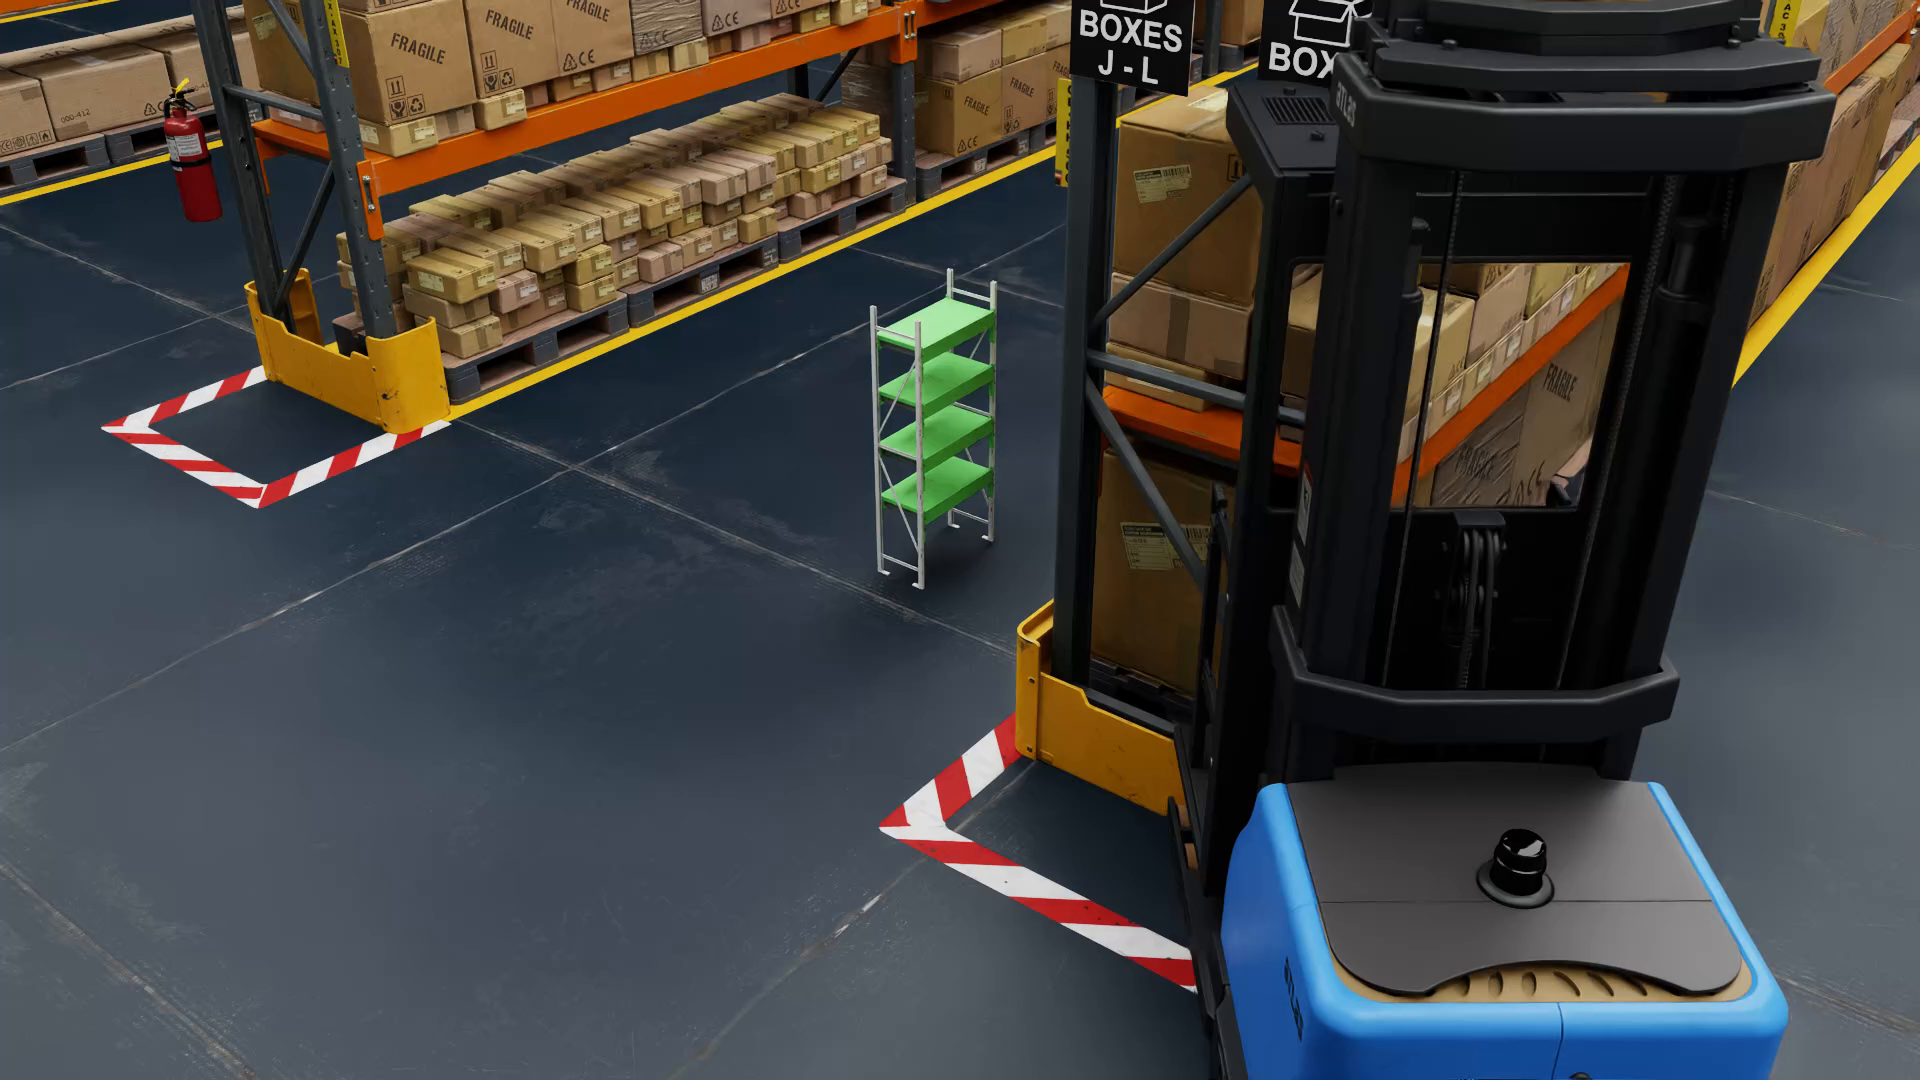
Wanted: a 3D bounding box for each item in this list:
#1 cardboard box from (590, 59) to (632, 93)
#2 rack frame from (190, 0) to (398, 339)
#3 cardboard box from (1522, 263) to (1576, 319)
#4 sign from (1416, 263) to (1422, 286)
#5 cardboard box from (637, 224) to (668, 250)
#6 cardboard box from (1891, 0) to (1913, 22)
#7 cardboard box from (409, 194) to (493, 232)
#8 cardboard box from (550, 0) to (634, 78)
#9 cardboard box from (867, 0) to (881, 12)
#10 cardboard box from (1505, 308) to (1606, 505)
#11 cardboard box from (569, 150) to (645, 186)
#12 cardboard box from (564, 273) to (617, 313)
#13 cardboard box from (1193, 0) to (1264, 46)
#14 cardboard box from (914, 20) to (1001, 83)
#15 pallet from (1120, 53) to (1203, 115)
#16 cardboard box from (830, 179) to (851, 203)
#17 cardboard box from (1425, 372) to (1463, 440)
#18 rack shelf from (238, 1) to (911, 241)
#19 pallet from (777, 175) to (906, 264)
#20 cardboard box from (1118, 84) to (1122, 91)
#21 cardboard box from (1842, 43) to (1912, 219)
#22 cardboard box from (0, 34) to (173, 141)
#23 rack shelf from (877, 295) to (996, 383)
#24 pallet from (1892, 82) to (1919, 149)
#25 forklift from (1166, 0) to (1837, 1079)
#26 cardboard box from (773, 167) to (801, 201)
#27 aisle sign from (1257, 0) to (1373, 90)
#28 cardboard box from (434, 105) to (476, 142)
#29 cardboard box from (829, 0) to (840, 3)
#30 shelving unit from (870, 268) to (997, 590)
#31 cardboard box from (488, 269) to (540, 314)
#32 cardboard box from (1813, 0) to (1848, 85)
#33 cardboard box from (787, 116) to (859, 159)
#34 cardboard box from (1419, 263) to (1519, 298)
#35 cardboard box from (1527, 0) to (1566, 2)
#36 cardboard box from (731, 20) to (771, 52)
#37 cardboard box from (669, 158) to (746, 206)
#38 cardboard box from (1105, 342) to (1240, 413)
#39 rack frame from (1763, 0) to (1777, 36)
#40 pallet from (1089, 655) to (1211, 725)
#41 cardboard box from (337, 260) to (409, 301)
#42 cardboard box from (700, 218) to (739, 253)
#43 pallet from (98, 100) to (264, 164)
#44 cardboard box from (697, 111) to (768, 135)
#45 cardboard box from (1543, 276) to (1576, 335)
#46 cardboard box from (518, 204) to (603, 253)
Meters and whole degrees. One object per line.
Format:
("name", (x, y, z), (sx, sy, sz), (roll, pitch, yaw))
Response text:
("cardboard box", (-1.953, -2.483, 8.744), (0.380, 0.149, 0.250), (20, 36, 30))
("rack frame", (-3.138, -2.009, 7.699), (1.000, 3.000, 0.127), (21, 37, 31))
("cardboard box", (1.875, -1.034, 5.908), (0.500, 0.250, 0.500), (20, 36, 30))
("sign", (1.195, -0.675, 4.520), (0.100, 0.325, 0.005), (21, 37, 31))
("cardboard box", (-1.873, -1.777, 9.399), (0.380, 0.149, 0.250), (23, 38, 34))
("cardboard box", (5.485, -3.460, 10.048), (0.500, 0.500, 0.500), (22, 37, 33))
("cardboard box", (-2.768, -1.742, 9.047), (0.380, 0.149, 0.250), (20, 36, 30))
("cardboard box", (-2.038, -2.699, 8.471), (0.500, 0.500, 0.500), (22, 37, 32))
("cardboard box", (-0.709, -3.339, 10.189), (0.380, 0.149, 0.250), (21, 36, 31))
("cardboard box", (2.165, -0.725, 7.203), (0.875, 0.875, 0.875), (21, 37, 31))
("cardboard box", (-2.060, -2.142, 9.723), (0.380, 0.149, 0.250), (21, 37, 32))
("cardboard box", (-2.087, -1.383, 9.026), (0.380, 0.149, 0.250), (22, 37, 32))
("cardboard box", (2.131, -4.694, 14.023), (1.050, 0.750, 0.750), (21, 36, 31))
("cardboard box", (-0.066, -3.282, 11.151), (0.500, 0.250, 0.500), (19, 36, 29))
("pallet", (1.219, -3.744, 13.361), (1.003, 0.211, 1.213), (21, 37, 31))
("cardboard box", (-0.912, -2.245, 10.481), (0.380, 0.149, 0.250), (22, 37, 33))
("cardboard box", (1.387, -0.481, 5.366), (0.380, 0.149, 0.250), (21, 36, 31))
("rack shelf", (-1.930, -2.513, 9.254), (1.077, 0.370, 4.000), (21, 37, 31))
("pallet", (-1.100, -2.152, 10.674), (1.003, 0.211, 1.213), (21, 37, 31))
("cardboard box", (0.880, -3.589, 12.403), (0.500, 0.500, 0.500), (19, 36, 29))
("cardboard box", (5.152, -2.686, 10.513), (1.225, 0.875, 0.875), (19, 36, 29))
("cardboard box", (-6.281, -3.244, 11.883), (0.875, 0.438, 0.875), (22, 37, 33))
("rack shelf", (-0.100, -0.807, 6.618), (0.258, 0.148, 0.480), (21, 37, 31))
("pallet", (6.795, -3.305, 12.620), (1.003, 0.211, 1.213), (21, 37, 31))
("forklift", (1.252, -0.100, 4.545), (1.130, 2.935, 3.031), (0, 31, 0))
("cardboard box", (-1.190, -2.192, 10.099), (0.380, 0.149, 0.250), (21, 37, 32))
("aisle sign", (0.952, -1.439, 4.186), (0.394, 0.787, 0.004), (21, 37, 31))
("cardboard box", (-2.560, -2.048, 8.011), (0.380, 0.149, 0.250), (23, 37, 33))
("cardboard box", (-0.790, -3.523, 9.862), (0.500, 0.500, 0.500), (21, 37, 31))
("shelving unit", (-0.100, -0.449, 6.831), (0.258, 1.200, 0.503), (21, 37, 31))
("cardboard box", (-2.406, -1.320, 8.627), (0.380, 0.149, 0.250), (21, 37, 31))
("cardboard box", (4.253, -2.629, 8.645), (0.500, 0.500, 0.500), (20, 36, 30))
("cardboard box", (-0.853, -2.505, 10.335), (0.380, 0.149, 0.250), (22, 37, 32))
("cardboard box", (1.563, -1.143, 5.357), (0.500, 0.500, 0.500), (20, 36, 30))
("cardboard box", (2.064, -1.927, 6.679), (0.500, 0.500, 0.500), (20, 36, 30))
("cardboard box", (-1.302, -2.894, 9.437), (0.380, 0.149, 0.250), (19, 36, 29))
("cardboard box", (-1.459, -2.068, 9.598), (0.380, 0.149, 0.250), (20, 36, 30))
("cardboard box", (0.708, -0.580, 5.533), (0.380, 0.149, 0.250), (22, 37, 32))
("rack frame", (3.170, -2.068, 7.797), (1.000, 3.000, 0.127), (21, 37, 31))
("pallet", (1.176, 0.409, 6.354), (1.003, 0.211, 1.213), (21, 37, 31))
("cardboard box", (-3.046, -1.394, 8.753), (0.380, 0.149, 0.250), (20, 36, 30))
("cardboard box", (-1.524, -1.819, 9.762), (0.380, 0.149, 0.250), (22, 37, 32))
("pallet", (-5.988, -3.135, 12.333), (1.003, 0.211, 1.213), (21, 37, 31))
("cardboard box", (-1.423, -2.558, 10.424), (0.380, 0.149, 0.250), (21, 36, 31))
("cardboard box", (2.007, -0.900, 6.073), (0.380, 0.149, 0.250), (21, 36, 31))
("cardboard box", (-2.142, -1.666, 8.921), (0.380, 0.149, 0.250), (19, 36, 29))
